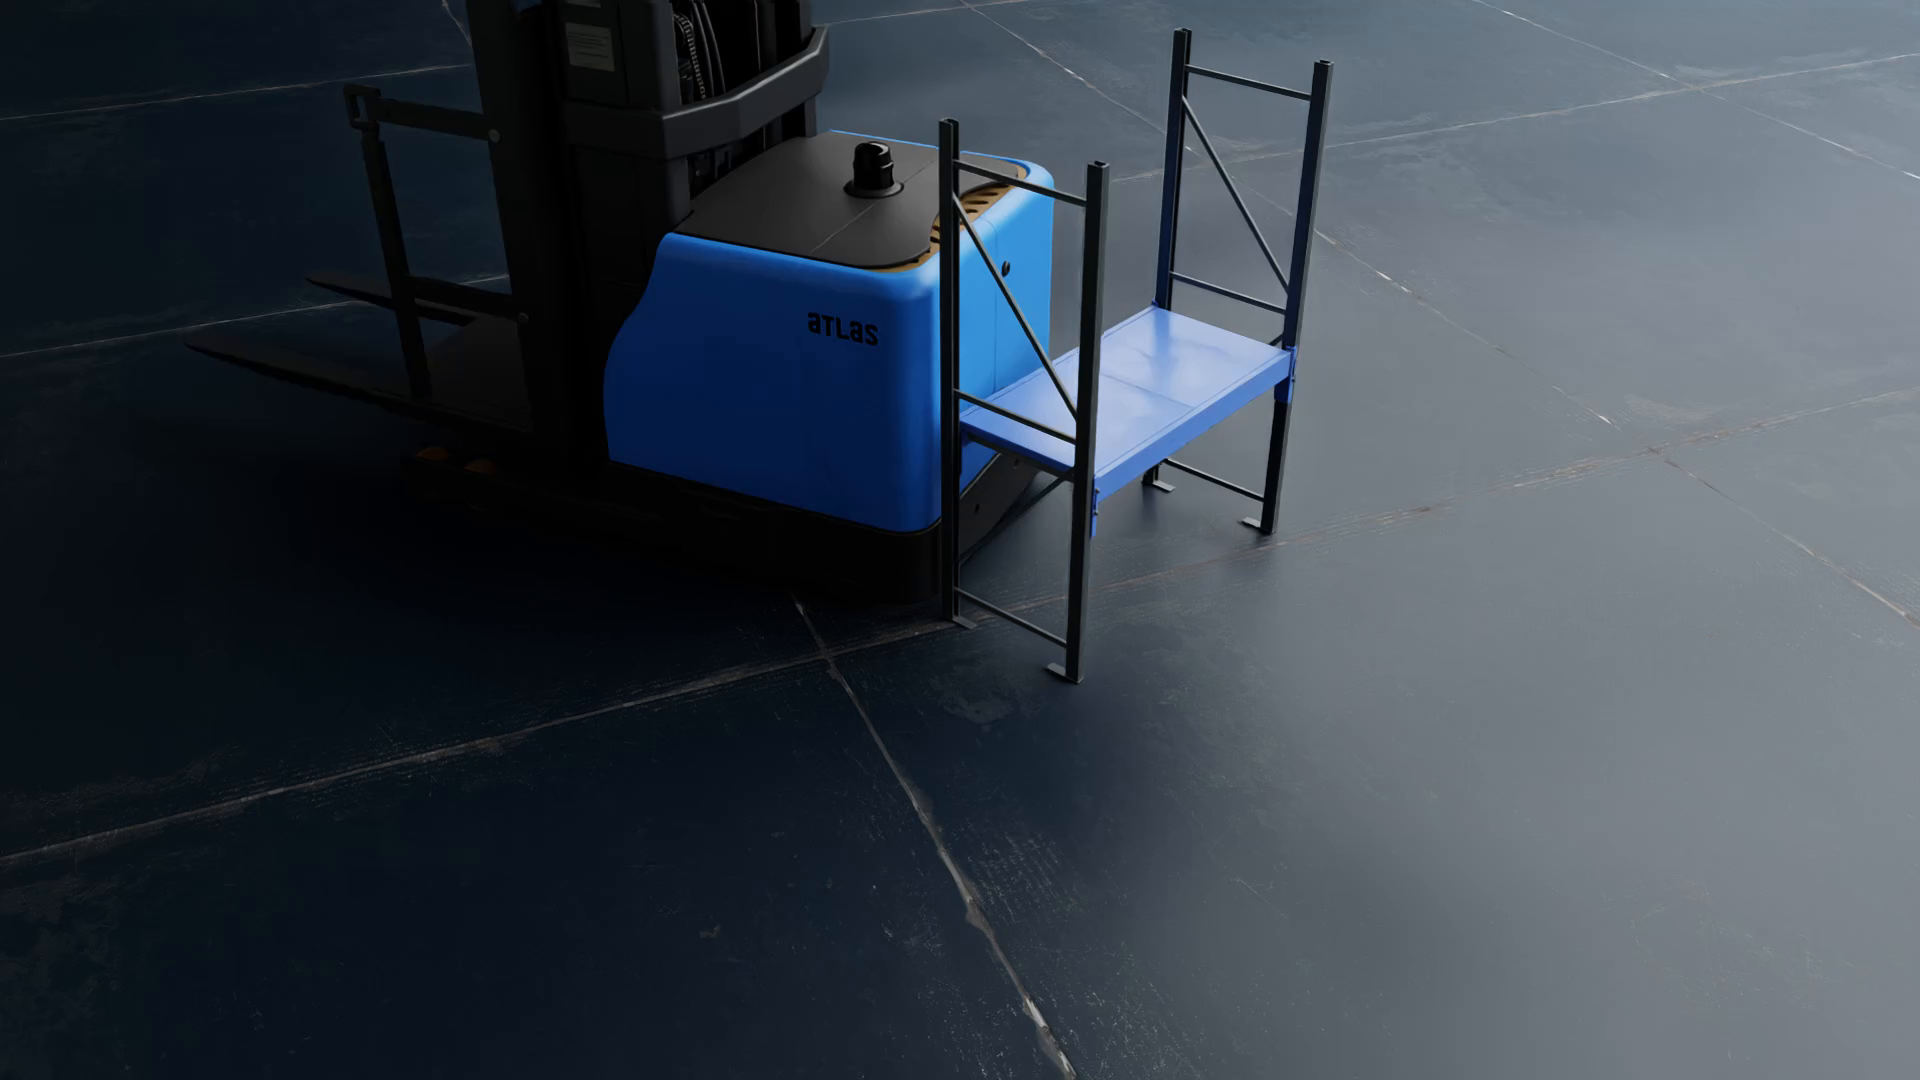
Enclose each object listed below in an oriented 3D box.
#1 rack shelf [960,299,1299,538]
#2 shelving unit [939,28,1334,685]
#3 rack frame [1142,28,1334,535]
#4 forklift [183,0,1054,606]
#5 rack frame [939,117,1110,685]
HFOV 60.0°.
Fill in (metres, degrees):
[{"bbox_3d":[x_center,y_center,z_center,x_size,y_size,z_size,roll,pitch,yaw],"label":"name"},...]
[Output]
[{"bbox_3d":[0.478,-0.379,4.787,0.538,0.185,1.000,25,41,33],"label":"rack shelf"},{"bbox_3d":[0.478,-0.530,4.689,0.538,1.500,1.048,25,41,33],"label":"shelving unit"},{"bbox_3d":[0.809,-0.740,5.013,0.500,1.500,0.032,25,41,33],"label":"rack frame"},{"bbox_3d":[-1.261,-1.568,4.972,3.031,2.935,1.130,14,36,21],"label":"forklift"},{"bbox_3d":[0.147,-0.320,4.366,0.500,1.500,0.032,25,41,33],"label":"rack frame"}]
